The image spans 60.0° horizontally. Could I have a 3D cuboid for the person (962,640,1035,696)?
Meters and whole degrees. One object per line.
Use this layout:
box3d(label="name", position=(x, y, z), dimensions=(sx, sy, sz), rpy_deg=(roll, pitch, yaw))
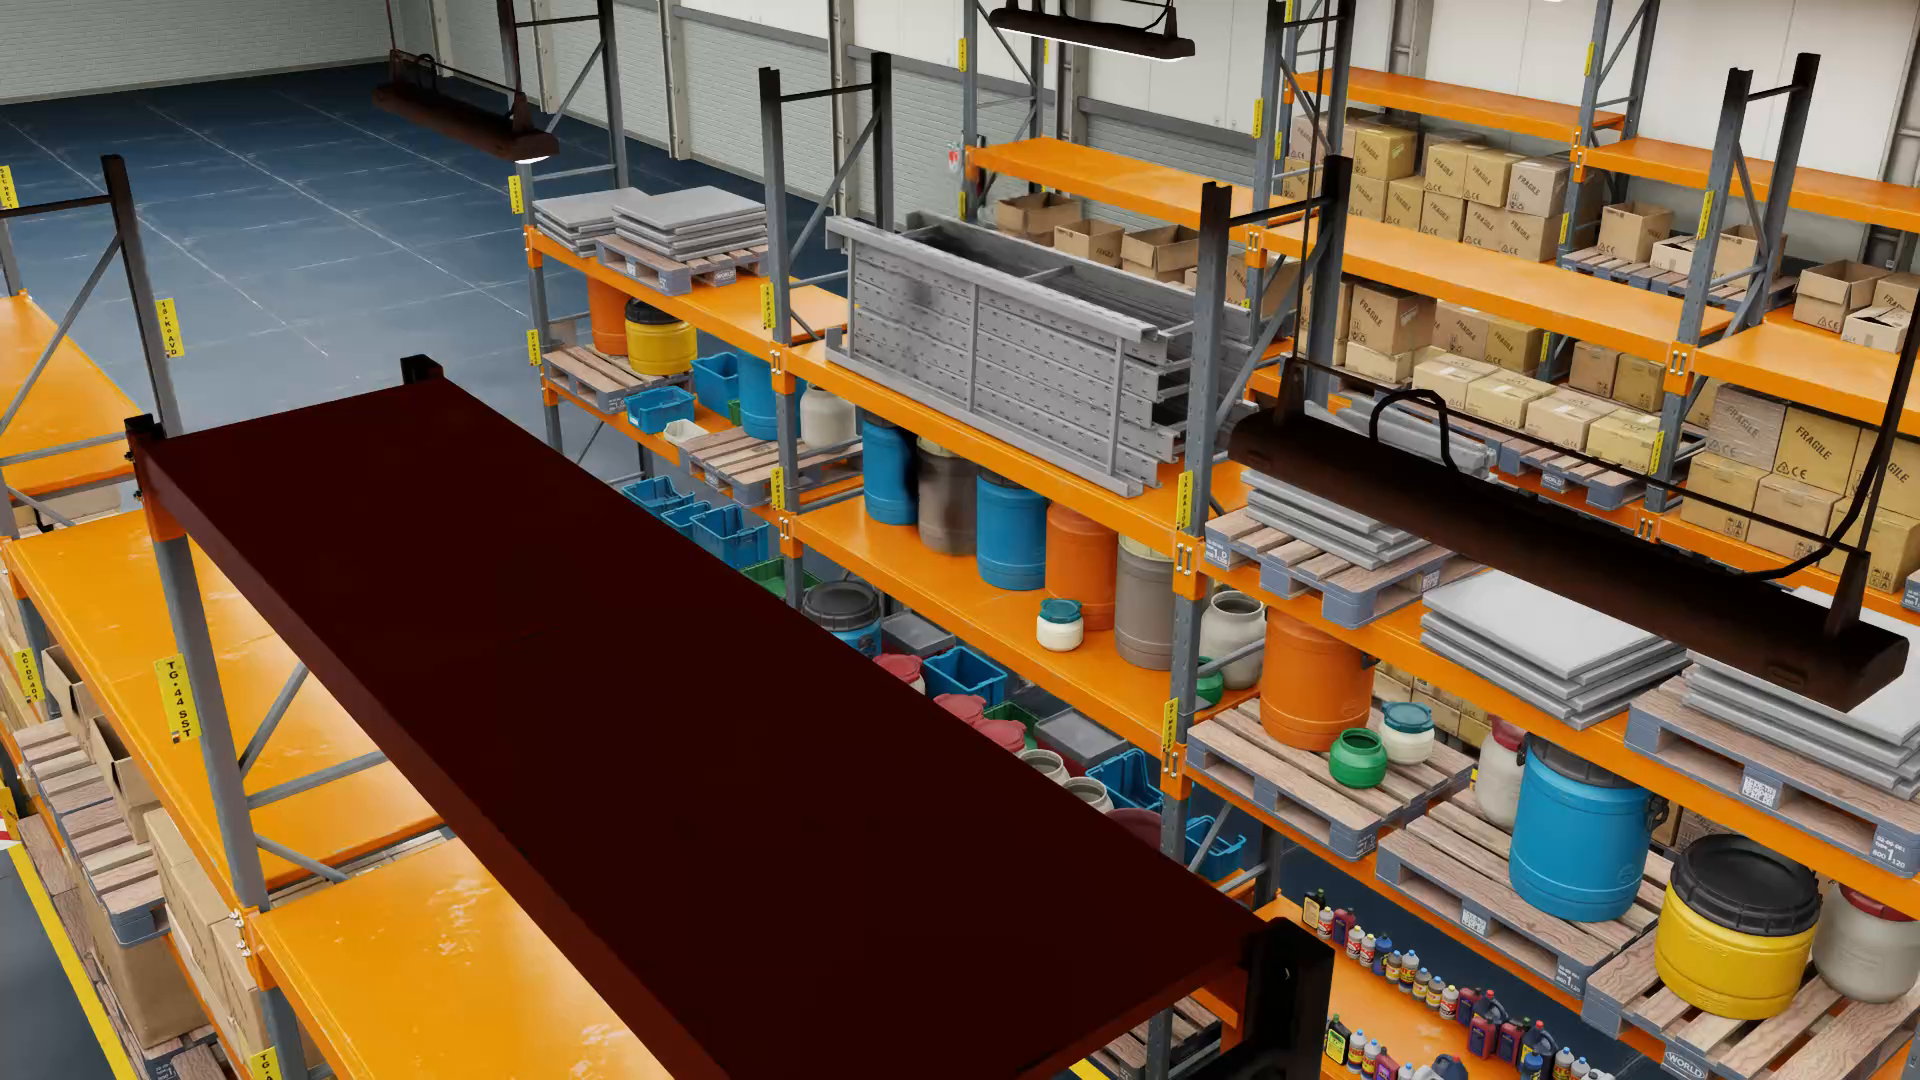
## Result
box3d(label="person", position=(0.270, 0.642, 14.958), dimensions=(0.575, 1.680, 0.938), rpy_deg=(-23, 34, -39))

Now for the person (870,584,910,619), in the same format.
box3d(label="person", position=(-0.696, 0.249, 15.733), dimensions=(0.657, 1.734, 0.556), rpy_deg=(-17, 30, -31))
